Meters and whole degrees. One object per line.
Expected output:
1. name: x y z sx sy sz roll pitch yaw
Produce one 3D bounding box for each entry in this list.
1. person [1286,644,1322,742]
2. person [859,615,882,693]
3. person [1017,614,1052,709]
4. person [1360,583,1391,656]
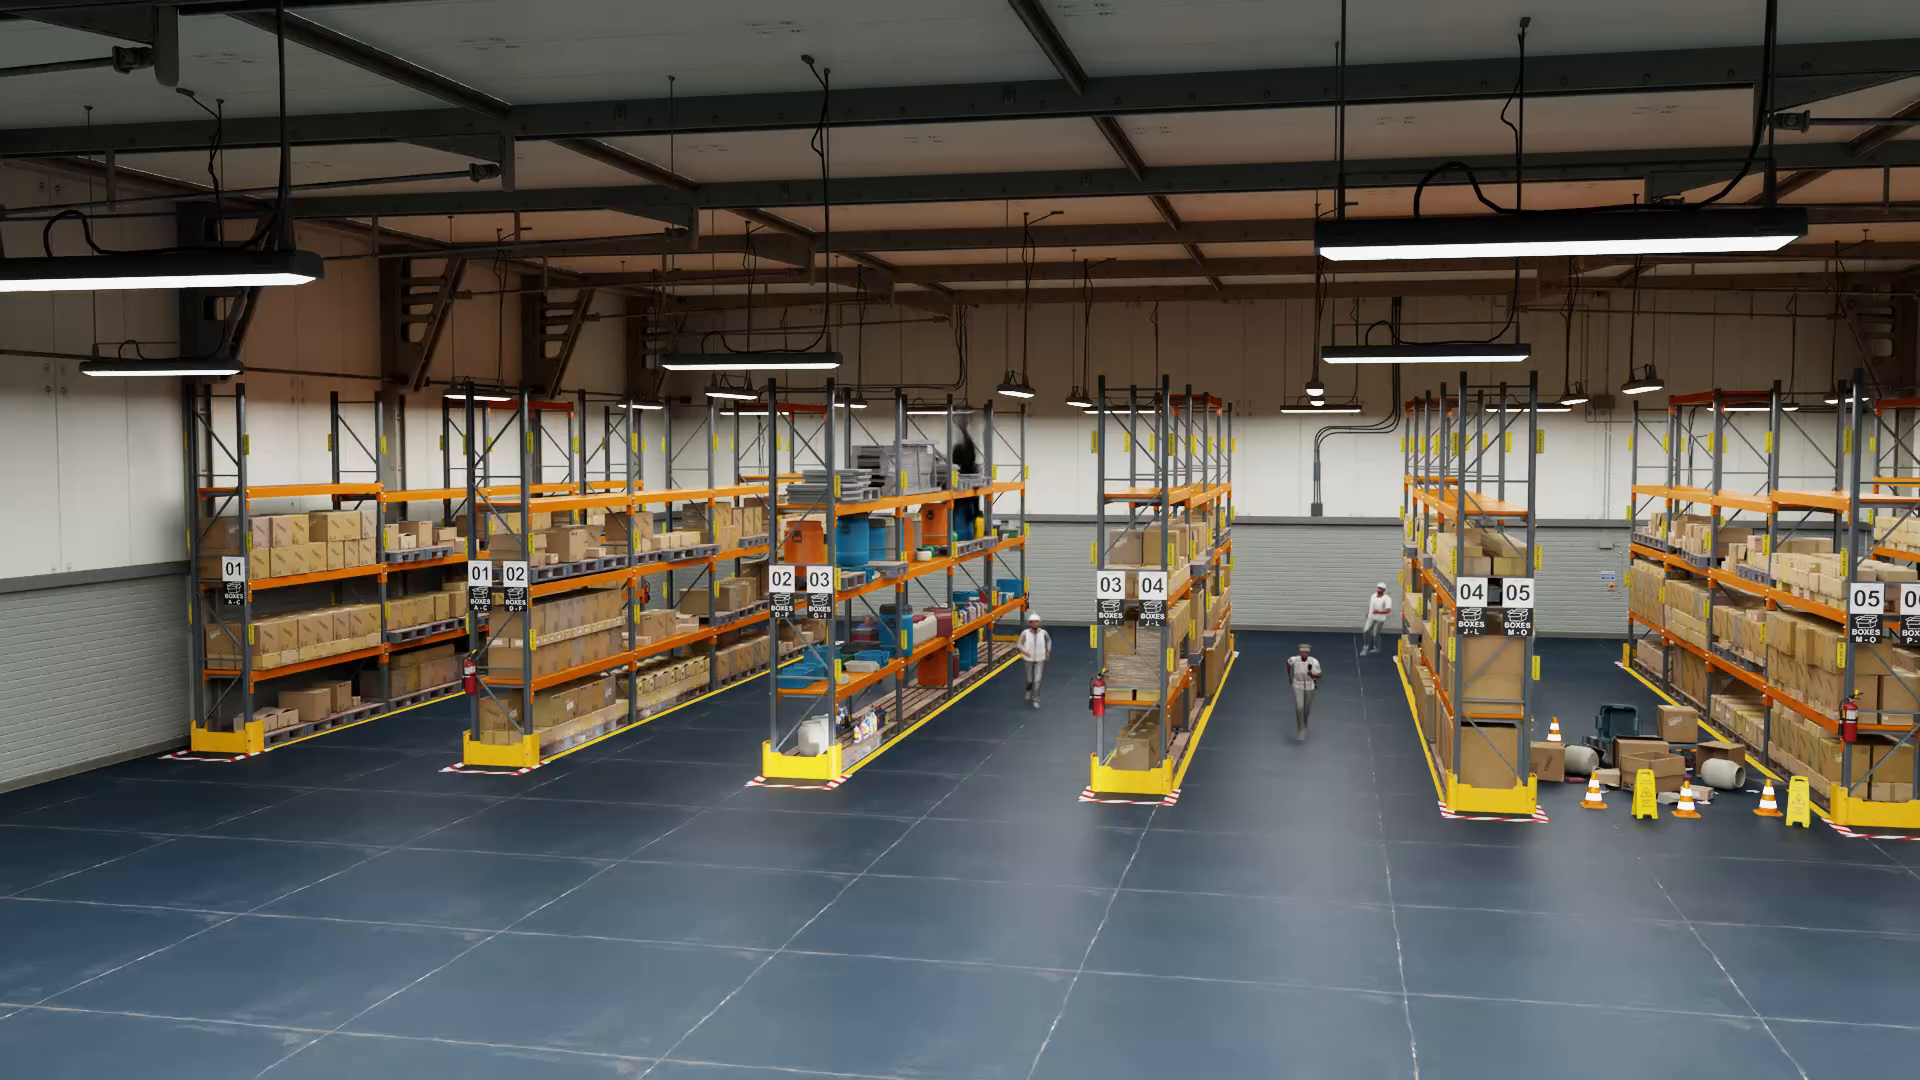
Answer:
1. person: 5.853 2.566 28.311 0.570 1.678 0.914 0 3 6
2. person: -1.794 2.294 34.022 0.612 1.615 0.978 1 3 15
3. person: 1.433 2.302 31.909 0.684 1.775 0.794 0 3 -2
4. person: 9.871 1.874 39.346 0.712 1.744 0.719 3 4 41
